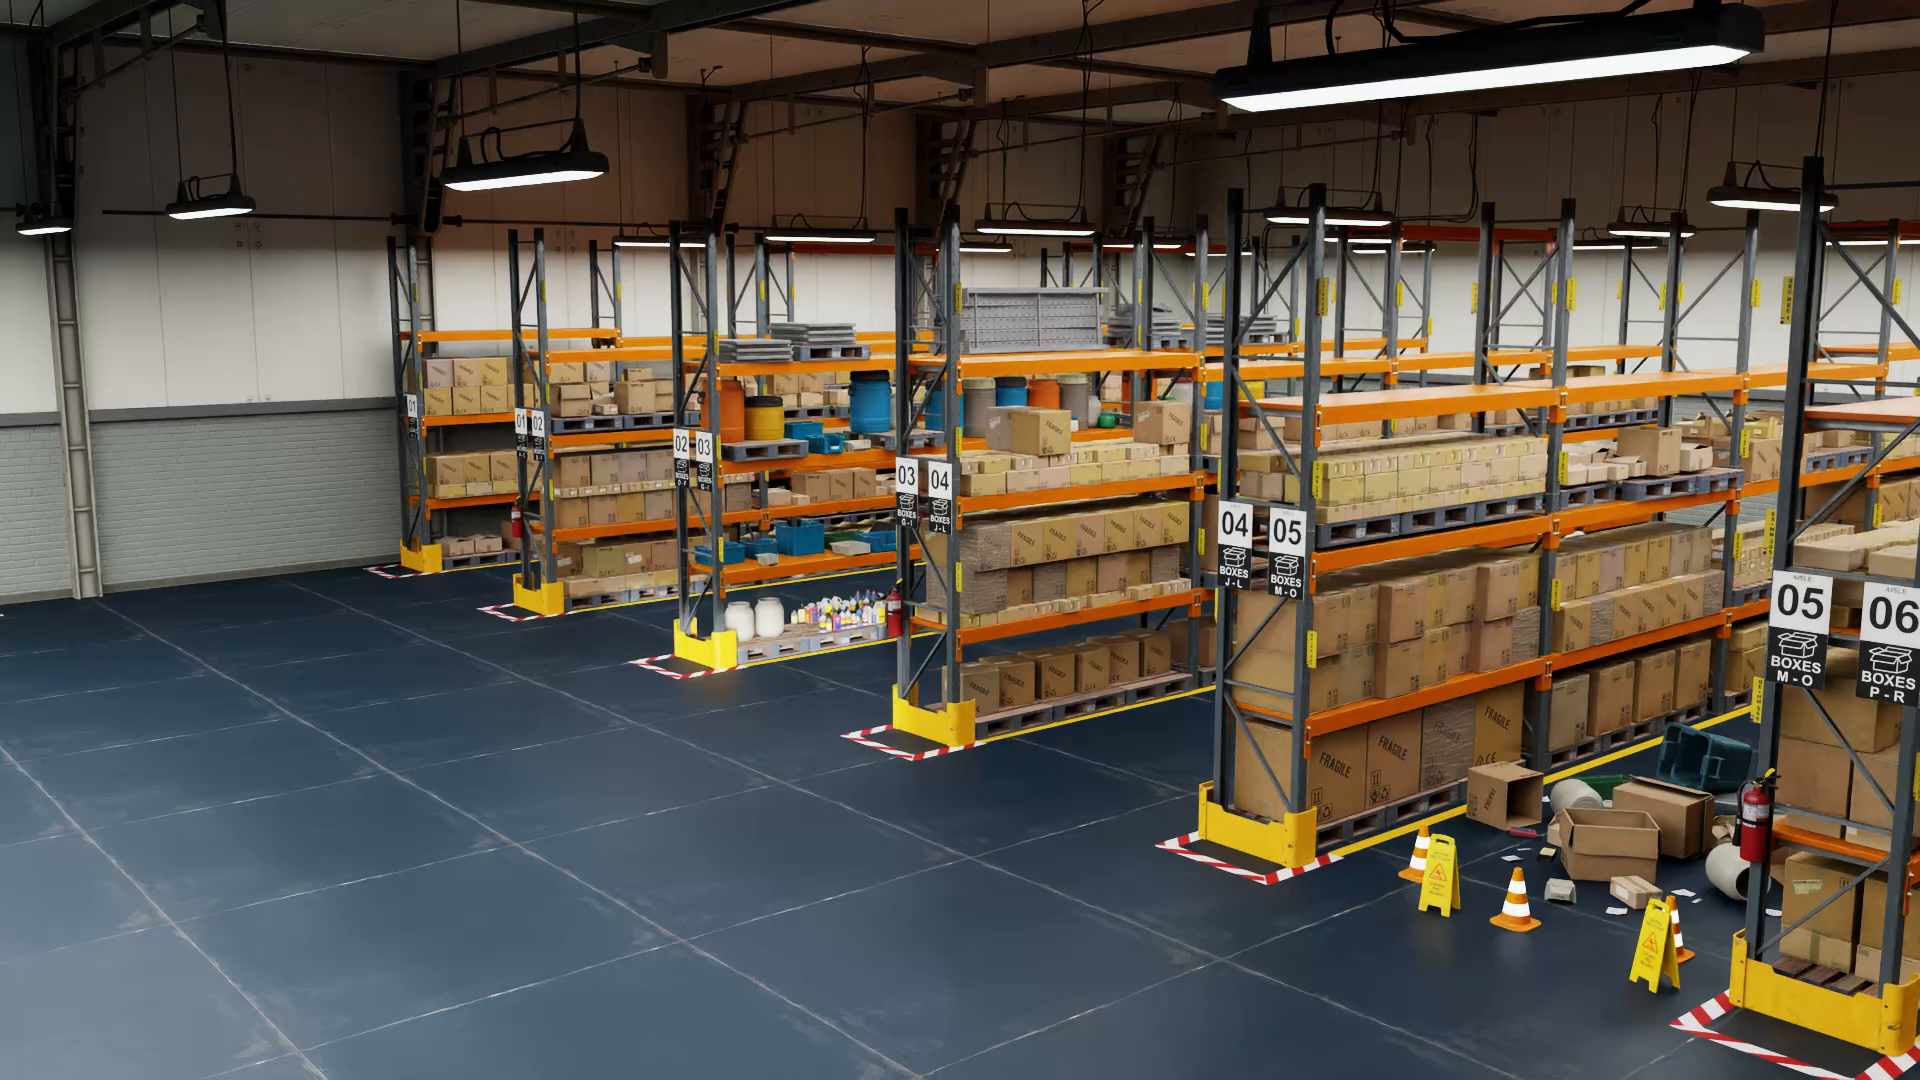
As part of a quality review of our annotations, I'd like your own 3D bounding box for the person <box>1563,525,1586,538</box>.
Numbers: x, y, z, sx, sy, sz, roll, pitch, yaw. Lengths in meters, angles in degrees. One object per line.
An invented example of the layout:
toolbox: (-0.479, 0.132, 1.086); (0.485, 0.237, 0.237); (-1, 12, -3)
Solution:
person: (9.038, 0.655, 24.355); (0.565, 1.578, 0.633); (-6, 11, -33)
